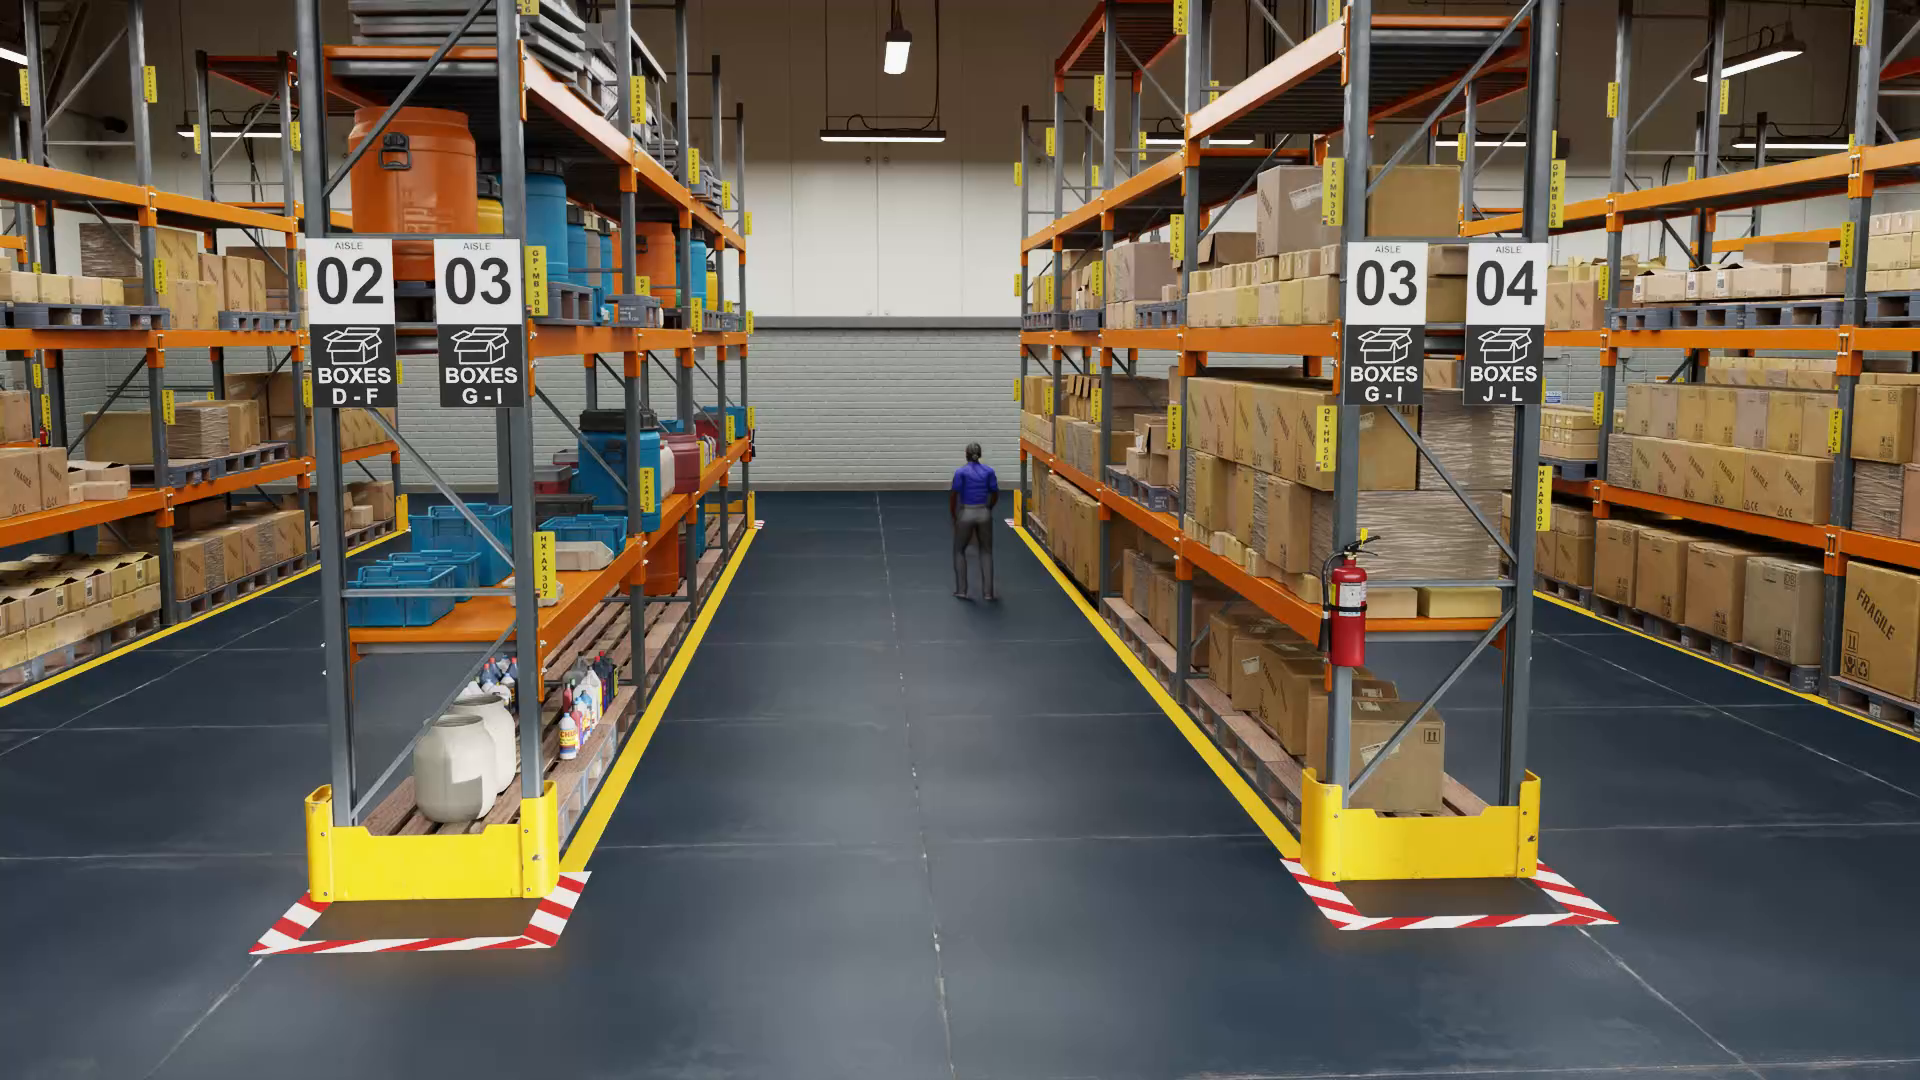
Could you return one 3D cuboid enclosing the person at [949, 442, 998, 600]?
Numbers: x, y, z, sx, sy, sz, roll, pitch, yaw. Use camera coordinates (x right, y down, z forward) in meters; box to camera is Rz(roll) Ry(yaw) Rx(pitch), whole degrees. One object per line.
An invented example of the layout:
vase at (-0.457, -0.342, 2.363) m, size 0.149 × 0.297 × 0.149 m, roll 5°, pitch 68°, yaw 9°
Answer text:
person at (0.137, -0.203, 17.474) m, size 0.539 × 1.651 × 0.480 m, roll -1°, pitch 7°, yaw -11°
